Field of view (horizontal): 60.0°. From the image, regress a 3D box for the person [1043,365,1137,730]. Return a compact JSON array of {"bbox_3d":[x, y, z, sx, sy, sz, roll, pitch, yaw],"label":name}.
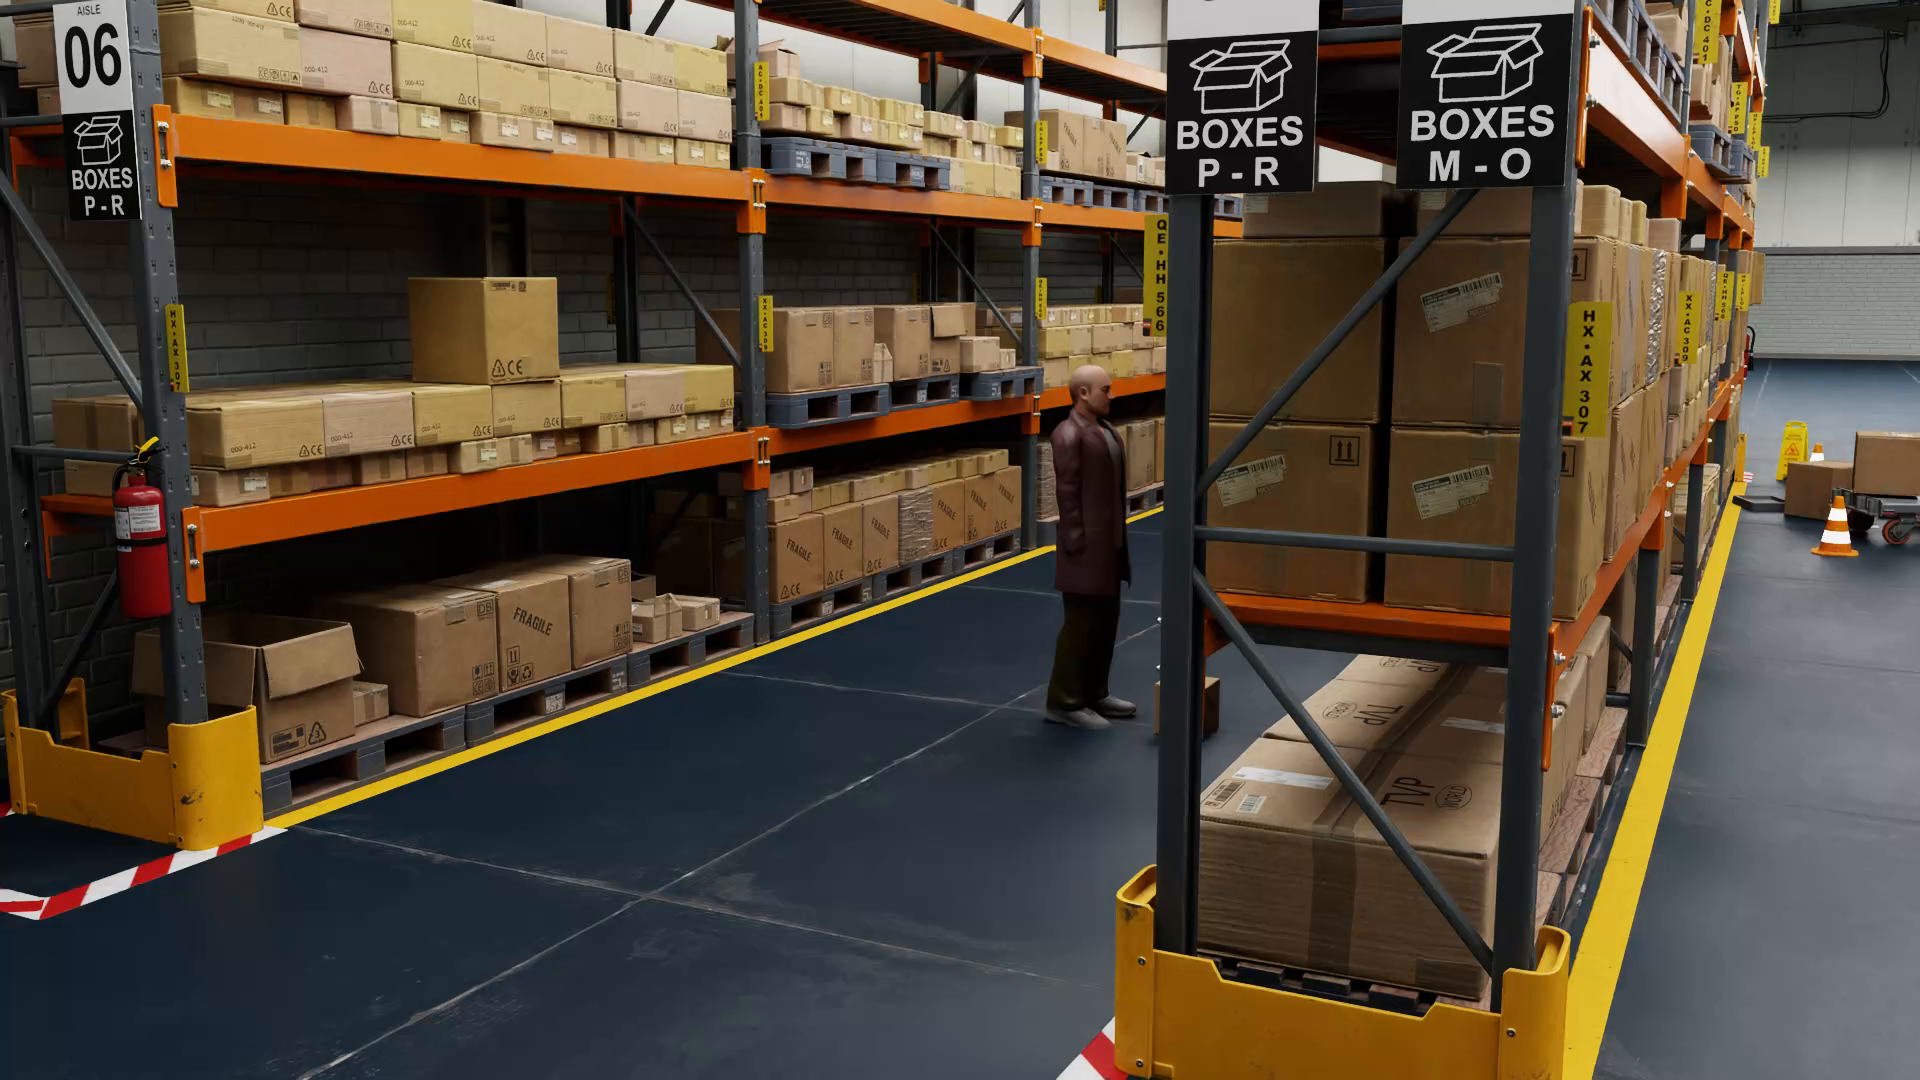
[{"bbox_3d":[0.663,0.032,8.281,0.394,1.799,0.561,5,10,27],"label":"person"}]
